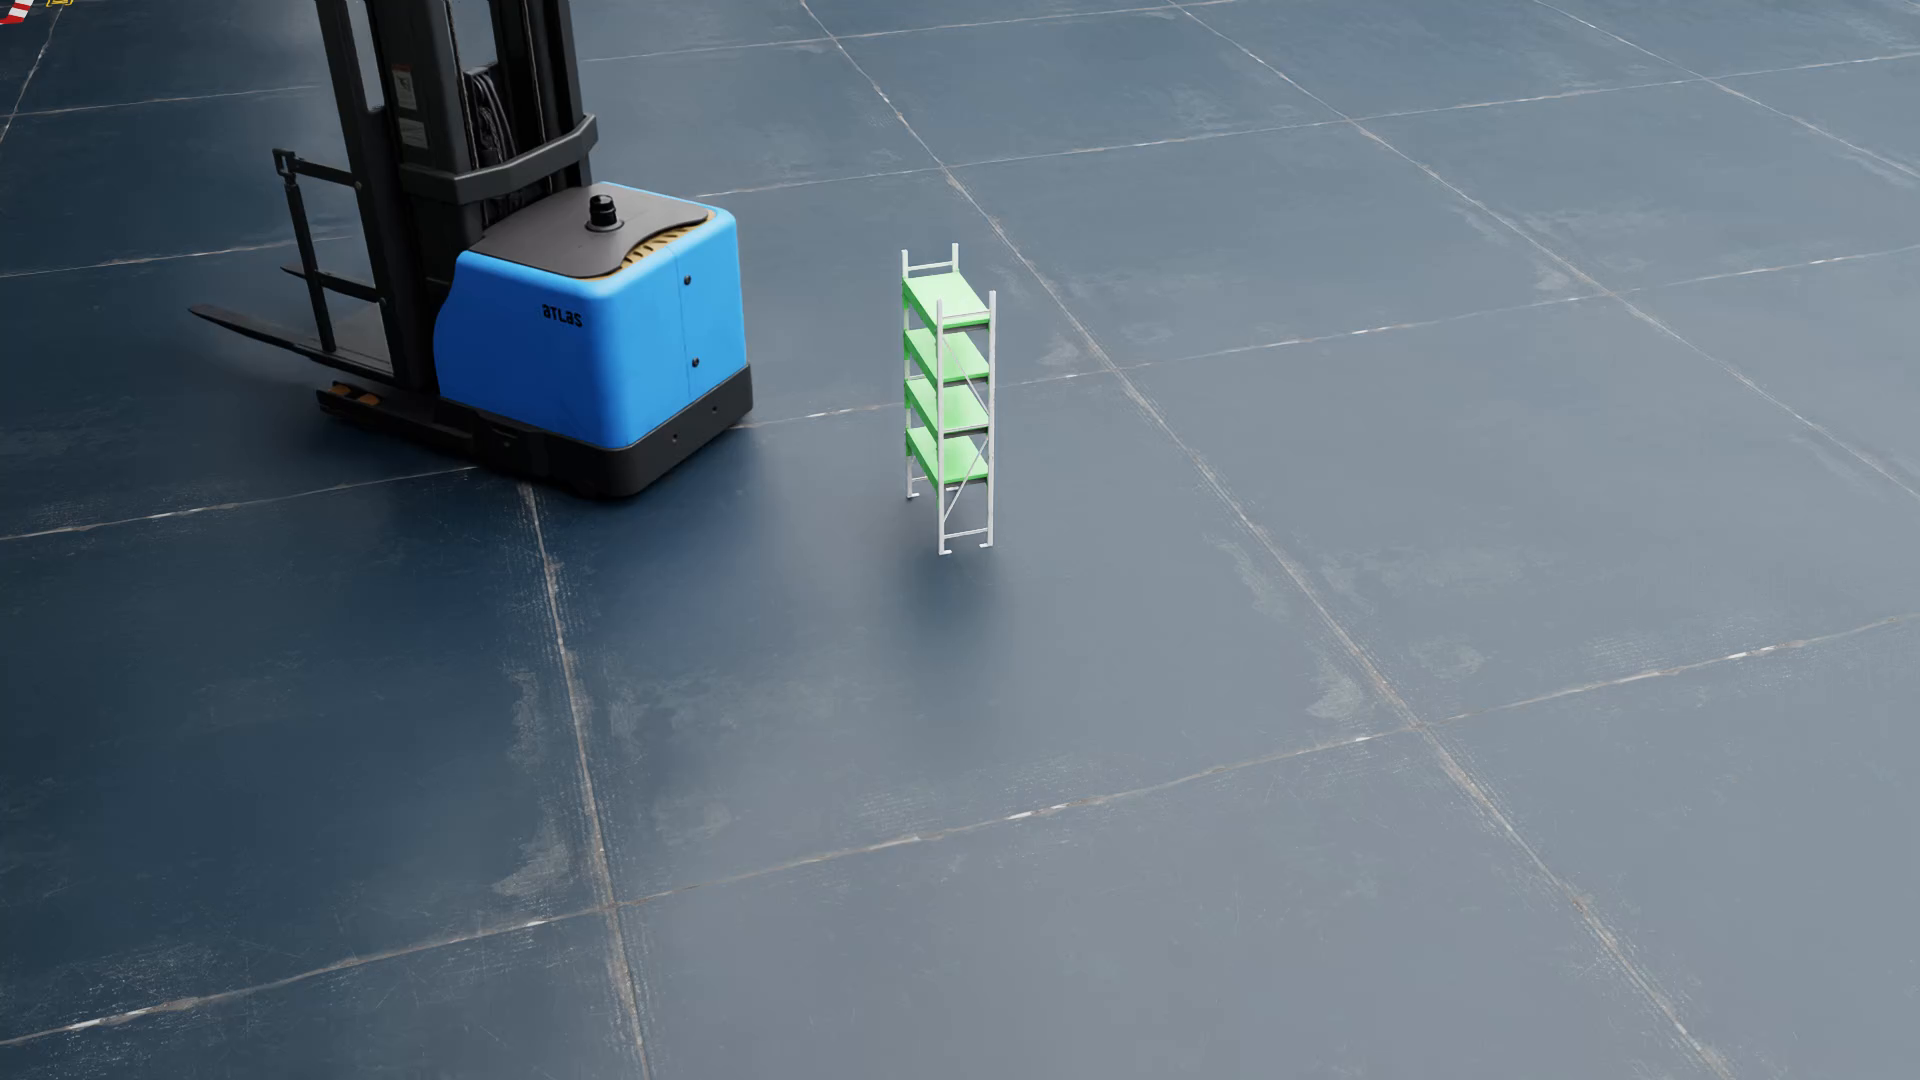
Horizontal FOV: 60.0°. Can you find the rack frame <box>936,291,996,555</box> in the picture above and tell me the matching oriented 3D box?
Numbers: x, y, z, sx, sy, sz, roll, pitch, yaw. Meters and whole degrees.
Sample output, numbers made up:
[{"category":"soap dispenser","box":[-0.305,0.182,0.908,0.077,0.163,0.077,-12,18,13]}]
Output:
[{"category":"rack frame","box":[0.024,-0.459,6.857,0.240,1.200,0.015,-10,35,-15]}]

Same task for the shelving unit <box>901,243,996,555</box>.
[{"category":"shelving unit","box":[-0.050,-0.587,7.051,0.258,1.200,0.503,-10,35,-15]}]

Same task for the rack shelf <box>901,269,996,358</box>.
[{"category":"rack shelf","box":[-0.050,-0.935,6.821,0.258,0.148,0.480,-10,35,-15]}]

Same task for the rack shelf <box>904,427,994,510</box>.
[{"category":"rack shelf","box":[-0.050,-0.334,7.218,0.258,0.148,0.480,-10,35,-15]}]

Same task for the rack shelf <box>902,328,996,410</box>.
[{"category":"rack shelf","box":[-0.050,-0.734,6.954,0.258,0.148,0.480,-10,35,-15]}]

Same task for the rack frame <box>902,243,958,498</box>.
[{"category":"rack frame","box":[-0.125,-0.716,7.245,0.240,1.200,0.015,-10,35,-15]}]

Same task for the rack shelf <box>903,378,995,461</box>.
[{"category":"rack shelf","box":[-0.050,-0.534,7.086,0.258,0.148,0.480,-10,35,-15]}]

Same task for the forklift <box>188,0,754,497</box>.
[{"category":"forklift","box":[-2.545,-1.995,7.611,3.031,2.935,1.130,17,37,24]}]
